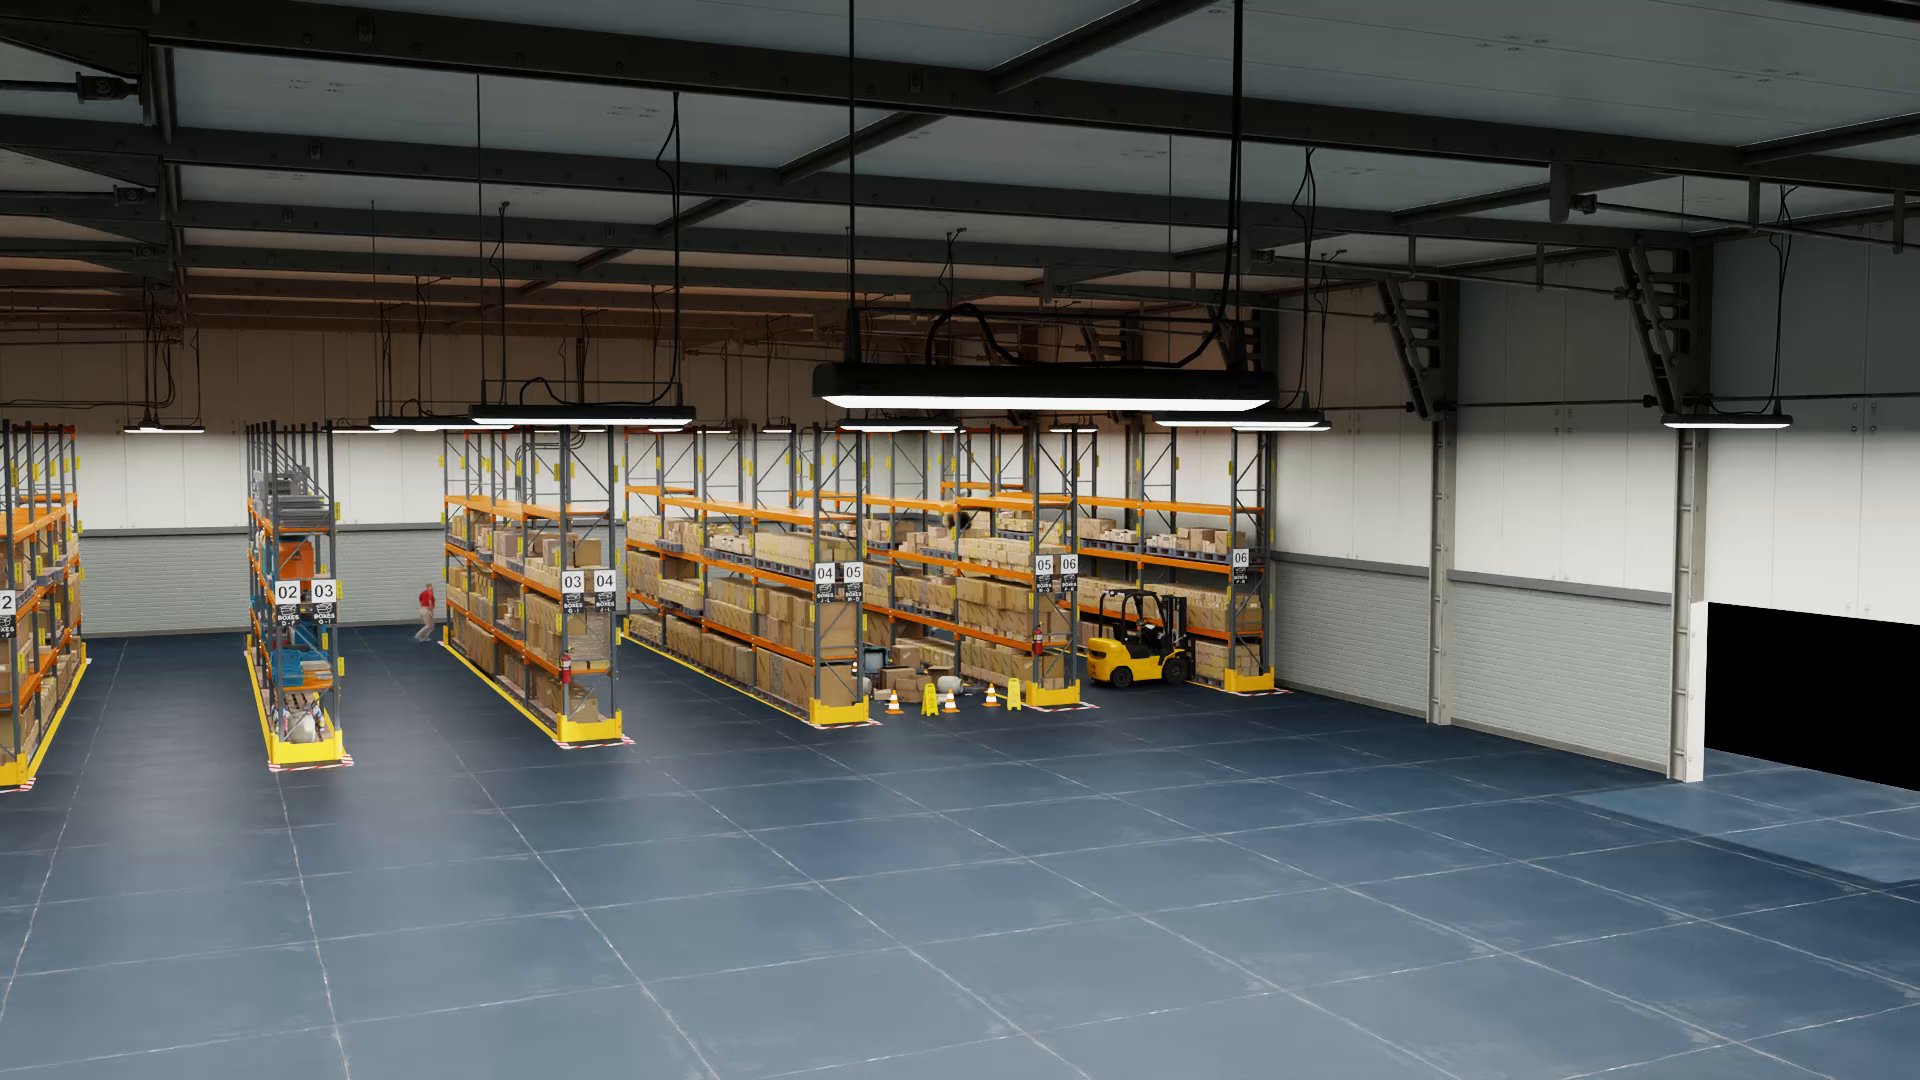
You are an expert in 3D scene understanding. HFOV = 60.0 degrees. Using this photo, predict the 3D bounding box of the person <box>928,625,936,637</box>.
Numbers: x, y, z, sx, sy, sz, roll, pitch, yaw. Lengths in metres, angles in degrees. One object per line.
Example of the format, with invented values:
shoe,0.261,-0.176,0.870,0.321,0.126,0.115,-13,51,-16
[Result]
person,-0.916,1.884,47.262,0.620,1.764,0.855,-3,5,-42

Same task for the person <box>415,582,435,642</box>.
person,-14.915,2.010,46.238,0.660,1.636,0.628,-3,5,-41
